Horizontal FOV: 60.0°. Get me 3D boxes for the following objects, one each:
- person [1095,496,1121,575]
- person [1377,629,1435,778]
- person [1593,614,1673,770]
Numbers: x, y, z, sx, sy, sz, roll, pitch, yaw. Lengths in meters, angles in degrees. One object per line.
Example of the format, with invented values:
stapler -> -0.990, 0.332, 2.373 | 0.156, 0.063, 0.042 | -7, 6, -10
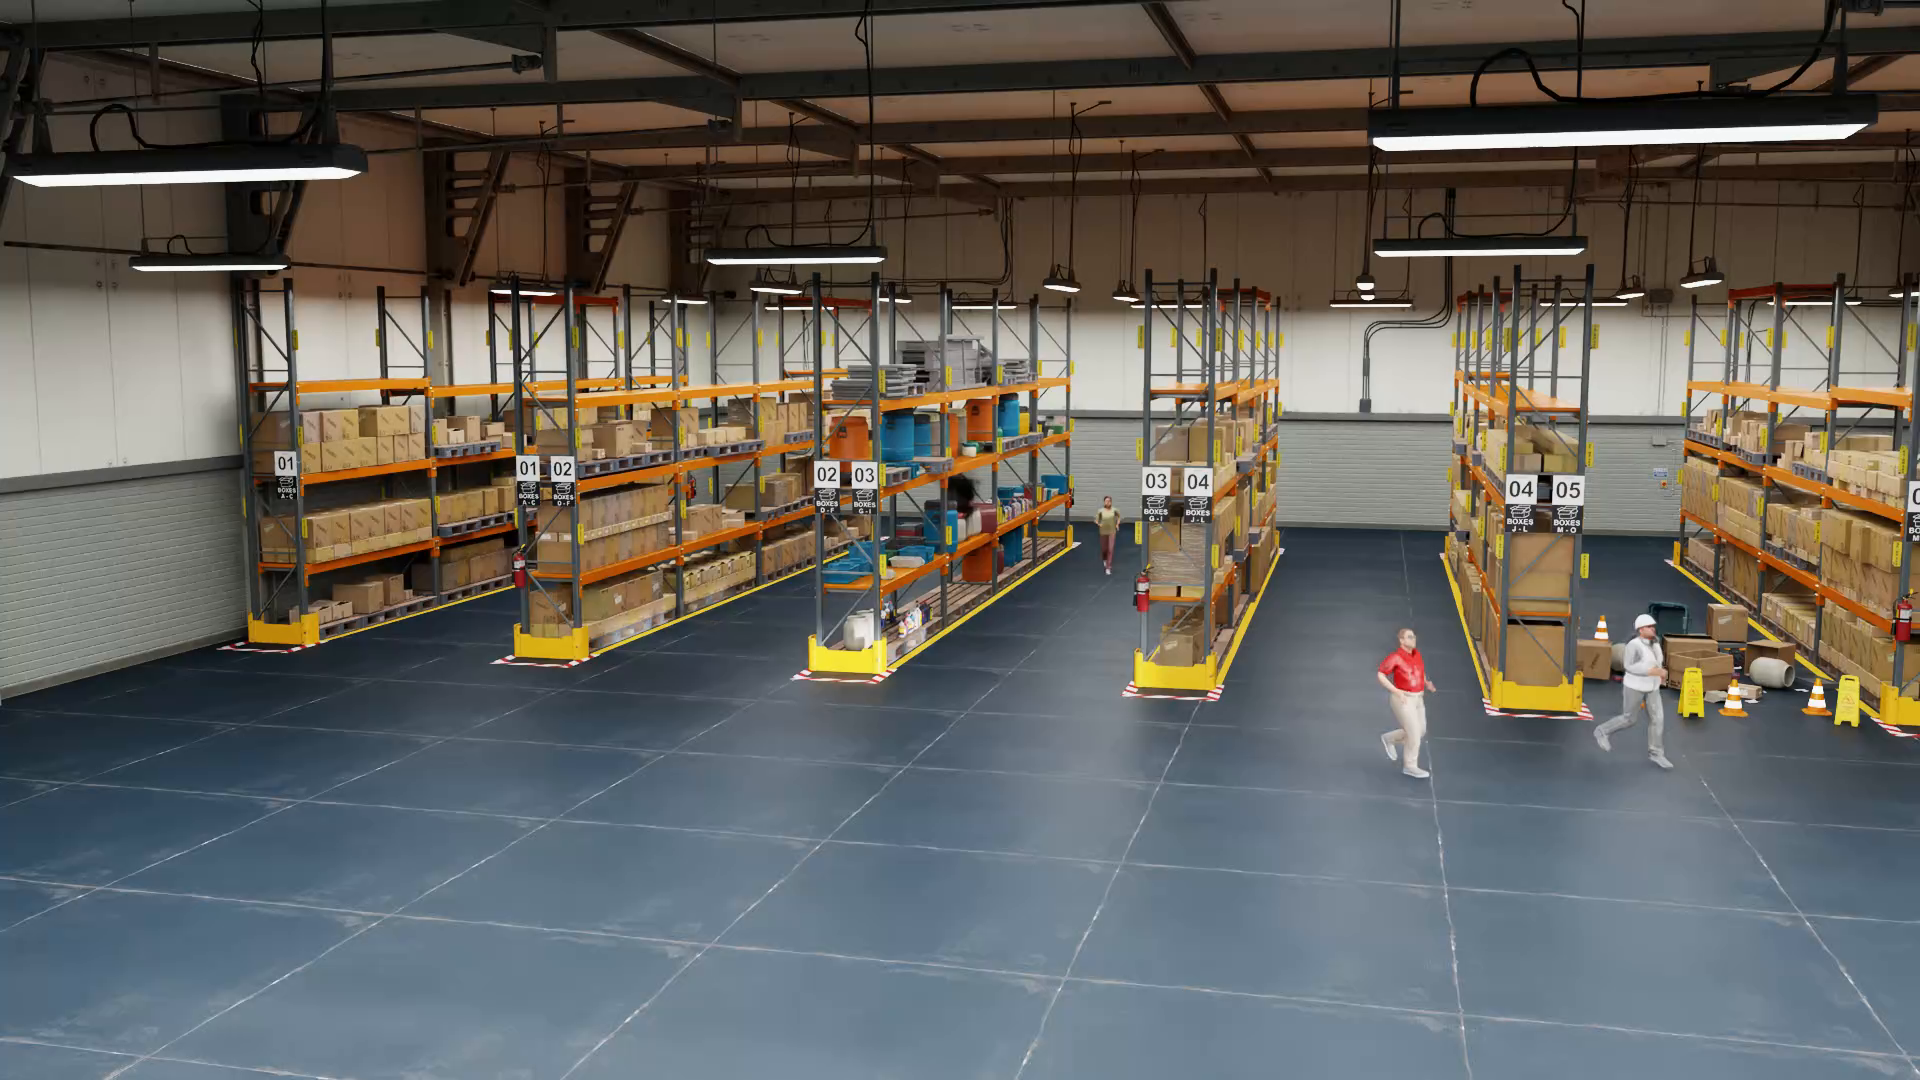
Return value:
person -> 3.193, -0.122, 35.926 | 0.579, 1.672, 0.922 | 1, 7, 4
person -> 5.145, 1.865, 19.279 | 0.660, 1.675, 0.779 | -5, 8, -36
person -> 8.072, 1.759, 19.778 | 0.668, 1.789, 0.968 | -4, 8, -28
